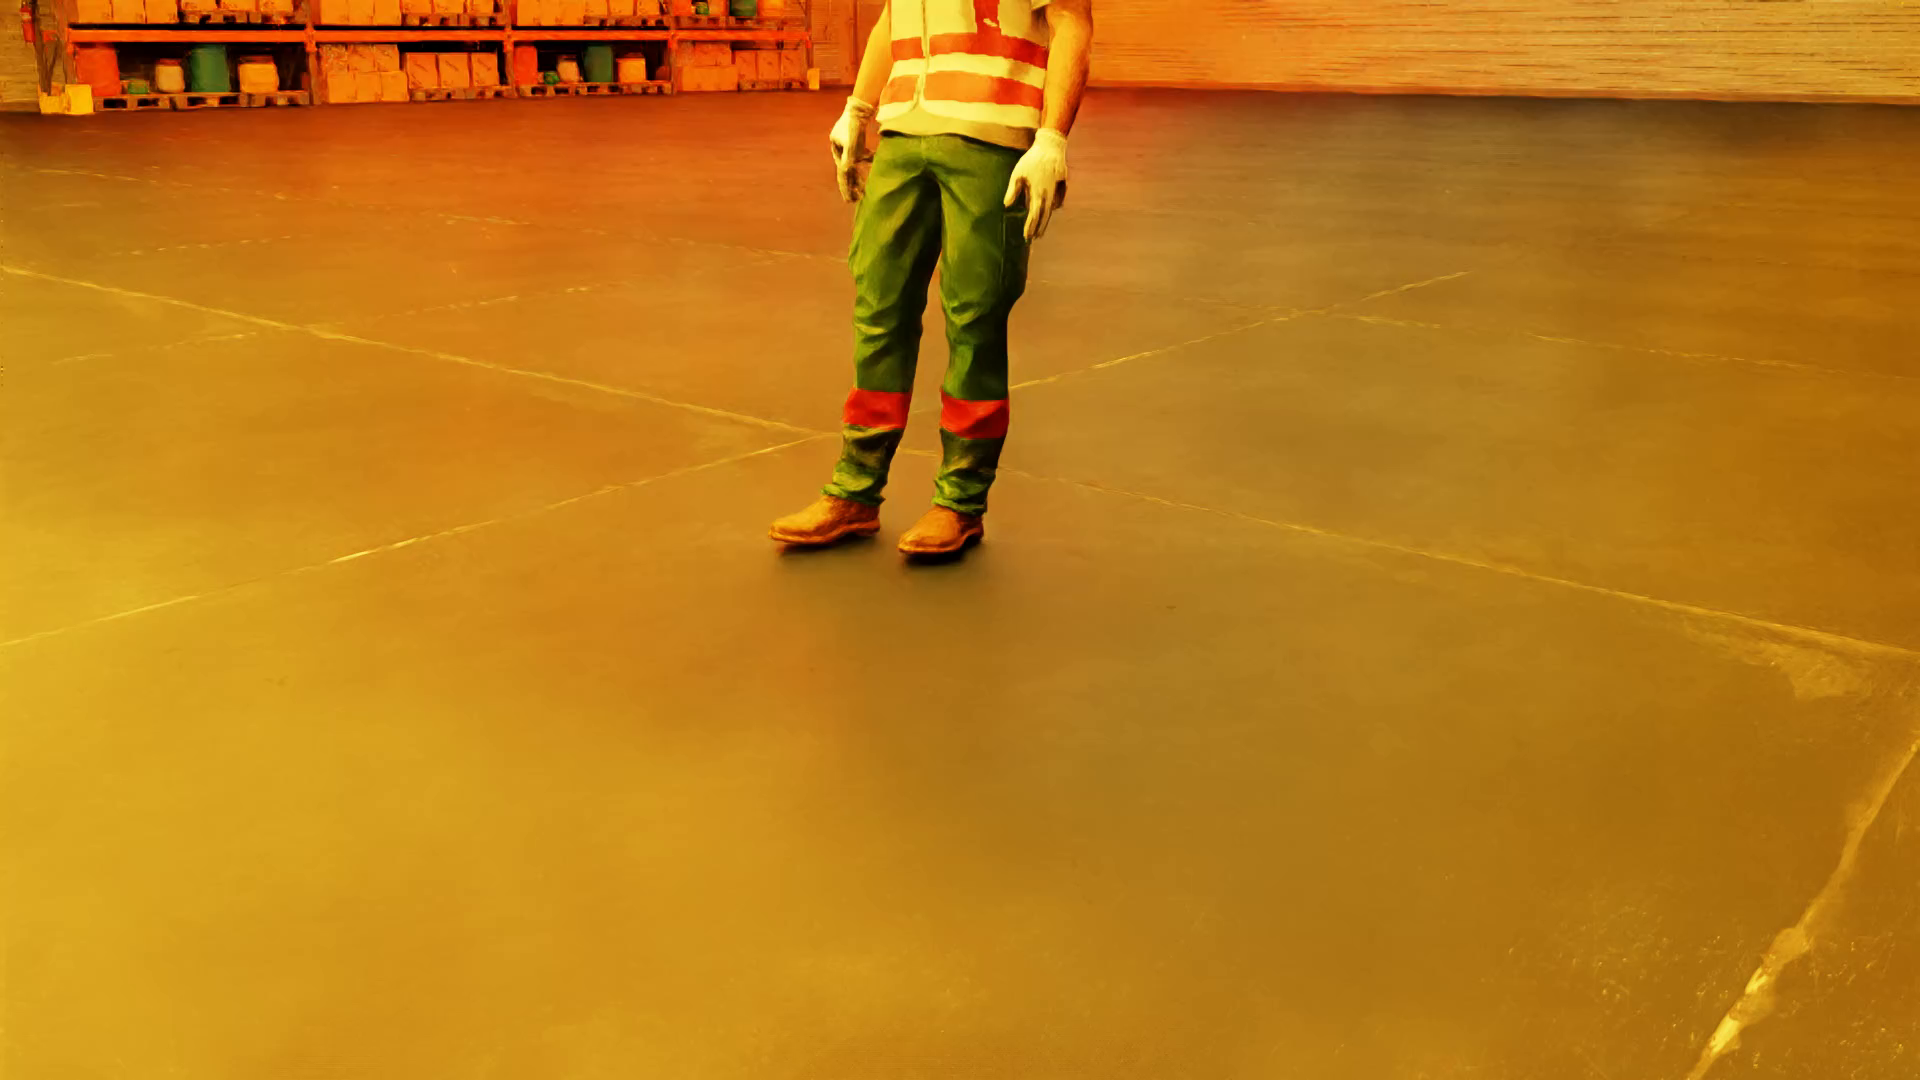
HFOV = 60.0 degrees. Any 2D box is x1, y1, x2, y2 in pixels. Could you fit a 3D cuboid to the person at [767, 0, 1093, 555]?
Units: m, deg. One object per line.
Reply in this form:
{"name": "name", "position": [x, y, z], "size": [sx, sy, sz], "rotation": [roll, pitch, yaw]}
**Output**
{"name": "person", "position": [-0.060, -0.847, 3.627], "size": [0.637, 1.787, 0.563], "rotation": [13, 21, 37]}
